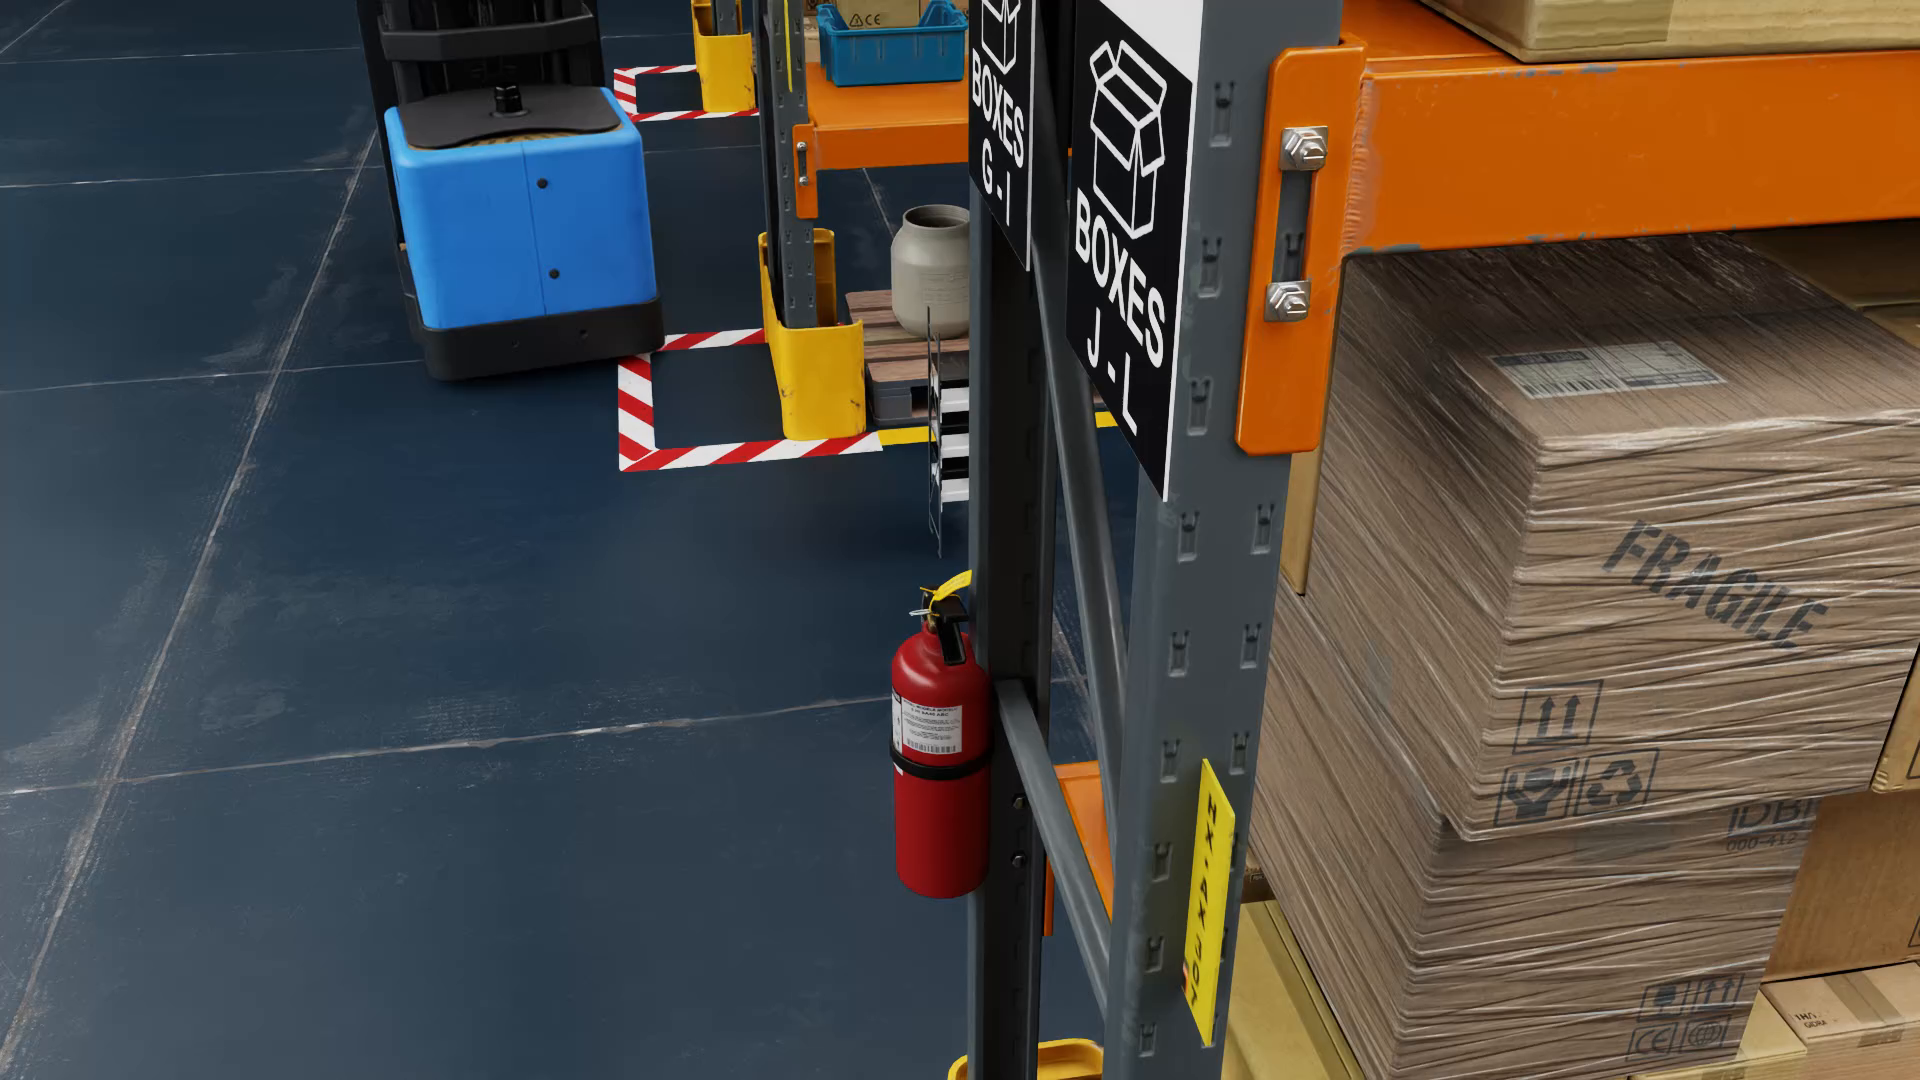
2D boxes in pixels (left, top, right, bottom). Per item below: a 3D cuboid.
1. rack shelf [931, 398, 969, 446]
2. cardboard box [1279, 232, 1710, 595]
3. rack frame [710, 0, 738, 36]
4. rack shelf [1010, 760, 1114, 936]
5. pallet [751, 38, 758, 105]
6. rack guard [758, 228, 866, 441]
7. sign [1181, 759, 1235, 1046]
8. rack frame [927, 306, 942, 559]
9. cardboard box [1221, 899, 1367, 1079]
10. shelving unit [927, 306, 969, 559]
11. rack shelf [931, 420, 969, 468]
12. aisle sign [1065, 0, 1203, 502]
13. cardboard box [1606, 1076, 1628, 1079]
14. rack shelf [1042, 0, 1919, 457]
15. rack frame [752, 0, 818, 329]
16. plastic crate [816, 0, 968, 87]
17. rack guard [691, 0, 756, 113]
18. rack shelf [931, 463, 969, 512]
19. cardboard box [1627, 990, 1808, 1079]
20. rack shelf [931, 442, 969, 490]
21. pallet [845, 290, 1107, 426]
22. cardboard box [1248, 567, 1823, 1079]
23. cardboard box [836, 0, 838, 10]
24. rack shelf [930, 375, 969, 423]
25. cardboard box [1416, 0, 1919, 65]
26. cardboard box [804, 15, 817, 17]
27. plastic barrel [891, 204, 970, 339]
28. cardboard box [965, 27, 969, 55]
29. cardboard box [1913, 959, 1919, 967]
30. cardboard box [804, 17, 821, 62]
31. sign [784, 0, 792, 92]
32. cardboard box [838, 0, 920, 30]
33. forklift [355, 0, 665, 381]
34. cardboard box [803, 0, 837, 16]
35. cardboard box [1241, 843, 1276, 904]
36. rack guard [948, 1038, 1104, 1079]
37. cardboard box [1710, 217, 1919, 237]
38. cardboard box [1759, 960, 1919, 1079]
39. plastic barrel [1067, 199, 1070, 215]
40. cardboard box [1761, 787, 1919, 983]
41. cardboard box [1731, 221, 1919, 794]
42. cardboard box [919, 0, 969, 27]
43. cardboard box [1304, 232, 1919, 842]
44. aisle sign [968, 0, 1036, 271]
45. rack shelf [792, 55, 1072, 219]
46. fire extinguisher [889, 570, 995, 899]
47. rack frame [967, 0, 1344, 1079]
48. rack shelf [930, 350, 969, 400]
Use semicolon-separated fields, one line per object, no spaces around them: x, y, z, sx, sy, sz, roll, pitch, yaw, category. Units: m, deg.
0.008;-0.437;5.994;0.200;0.077;0.258;-5;31;-9;rack shelf
0.661;-0.284;2.395;0.500;0.500;0.500;-5;31;-9;cardboard box
-1.616;-4.448;10.855;0.127;3.000;1.000;-5;31;-9;rack frame
2.132;0.619;2.947;4.000;0.370;1.077;-5;31;-9;rack shelf
-0.872;-3.336;11.716;1.213;0.211;1.003;-5;31;-9;pallet
-0.662;-0.931;7.339;0.348;0.500;1.175;-5;31;-9;rack guard
0.262;0.389;1.775;0.005;0.325;0.100;-5;31;-9;sign
-0.092;-0.379;6.007;0.006;0.900;0.240;-5;31;-9;rack frame
0.488;0.693;2.360;0.250;0.149;0.380;-5;31;-9;cardboard box
0.008;-0.389;6.023;0.210;0.900;0.258;-5;31;-9;shelving unit
0.008;-0.360;6.040;0.200;0.077;0.258;-5;31;-9;rack shelf
0.157;-0.474;1.531;0.004;0.787;0.394;-5;31;-9;aisle sign
0.737;0.680;2.383;0.250;0.149;0.380;-5;31;-9;cardboard box
2.132;-0.674;2.187;4.000;0.370;1.077;-5;31;-9;rack shelf
-0.728;-1.978;6.654;0.127;3.000;1.000;-5;31;-9;rack frame
-0.289;-2.108;7.023;0.616;0.251;0.499;-5;31;-9;plastic crate
-1.640;-3.368;11.485;0.348;0.500;1.175;-5;31;-9;rack guard
0.008;-0.205;6.131;0.200;0.077;0.258;-5;31;-9;rack shelf
0.986;0.664;2.409;0.250;0.149;0.380;-5;31;-9;cardboard box
0.008;-0.282;6.086;0.200;0.077;0.258;-5;31;-9;rack shelf
0.138;-0.878;7.534;1.213;0.211;1.003;-5;31;-9;pallet
0.710;0.284;2.416;0.500;0.500;0.875;-5;31;-9;cardboard box
-0.652;-3.691;11.867;0.500;0.250;0.500;-5;31;-9;cardboard box
0.008;-0.515;5.949;0.200;0.077;0.258;-5;31;-9;rack shelf
0.685;-0.652;1.588;0.500;0.250;0.500;-4;31;-7;cardboard box
-1.142;-3.640;11.779;0.500;0.250;0.500;-5;31;-9;cardboard box
-0.094;-1.184;7.345;0.421;0.512;0.421;0;30;0;plastic barrel
-0.066;-3.474;11.498;0.500;0.250;0.500;-5;31;-9;cardboard box
1.475;0.612;2.498;0.250;0.149;0.380;-5;31;-9;cardboard box
-1.049;-3.381;11.340;0.500;0.250;0.500;-5;31;-9;cardboard box
-0.633;-1.822;6.117;0.005;0.325;0.100;-5;31;-9;sign
-0.557;-3.751;11.229;0.500;0.500;0.500;-5;31;-9;cardboard box
-2.342;-2.696;7.944;1.130;2.935;3.031;-11;32;-17;forklift
-1.142;-3.964;11.591;0.500;0.500;0.500;-5;31;-9;cardboard box
0.407;0.471;2.737;0.250;0.149;0.380;-5;31;-9;cardboard box
0.239;1.562;3.100;0.348;0.500;1.175;-5;31;-9;rack guard
1.152;-0.333;2.478;0.500;0.500;0.500;-5;31;-9;cardboard box
1.228;0.631;2.465;0.250;0.149;0.380;-5;31;-9;cardboard box
0.399;-1.230;7.423;0.421;0.512;0.421;0;30;0;plastic barrel
1.180;0.178;2.595;0.500;0.500;0.875;-5;31;-9;cardboard box
1.247;-0.067;2.026;0.500;0.500;0.500;-5;31;-9;cardboard box
-0.068;-3.803;11.318;0.500;0.500;0.500;-5;31;-9;cardboard box
0.754;-0.025;1.954;0.500;0.500;0.500;-5;31;-9;cardboard box
0.049;-0.773;2.040;0.004;0.787;0.394;-5;31;-9;aisle sign
1.239;-1.850;7.147;4.000;0.370;1.077;-5;31;-9;rack shelf
-0.031;0.306;2.847;0.183;0.674;0.296;-5;31;-9;fire extinguisher
0.165;0.493;2.452;0.053;2.616;0.949;-5;31;-9;rack frame
0.008;-0.593;5.903;0.200;0.077;0.258;-5;31;-9;rack shelf
